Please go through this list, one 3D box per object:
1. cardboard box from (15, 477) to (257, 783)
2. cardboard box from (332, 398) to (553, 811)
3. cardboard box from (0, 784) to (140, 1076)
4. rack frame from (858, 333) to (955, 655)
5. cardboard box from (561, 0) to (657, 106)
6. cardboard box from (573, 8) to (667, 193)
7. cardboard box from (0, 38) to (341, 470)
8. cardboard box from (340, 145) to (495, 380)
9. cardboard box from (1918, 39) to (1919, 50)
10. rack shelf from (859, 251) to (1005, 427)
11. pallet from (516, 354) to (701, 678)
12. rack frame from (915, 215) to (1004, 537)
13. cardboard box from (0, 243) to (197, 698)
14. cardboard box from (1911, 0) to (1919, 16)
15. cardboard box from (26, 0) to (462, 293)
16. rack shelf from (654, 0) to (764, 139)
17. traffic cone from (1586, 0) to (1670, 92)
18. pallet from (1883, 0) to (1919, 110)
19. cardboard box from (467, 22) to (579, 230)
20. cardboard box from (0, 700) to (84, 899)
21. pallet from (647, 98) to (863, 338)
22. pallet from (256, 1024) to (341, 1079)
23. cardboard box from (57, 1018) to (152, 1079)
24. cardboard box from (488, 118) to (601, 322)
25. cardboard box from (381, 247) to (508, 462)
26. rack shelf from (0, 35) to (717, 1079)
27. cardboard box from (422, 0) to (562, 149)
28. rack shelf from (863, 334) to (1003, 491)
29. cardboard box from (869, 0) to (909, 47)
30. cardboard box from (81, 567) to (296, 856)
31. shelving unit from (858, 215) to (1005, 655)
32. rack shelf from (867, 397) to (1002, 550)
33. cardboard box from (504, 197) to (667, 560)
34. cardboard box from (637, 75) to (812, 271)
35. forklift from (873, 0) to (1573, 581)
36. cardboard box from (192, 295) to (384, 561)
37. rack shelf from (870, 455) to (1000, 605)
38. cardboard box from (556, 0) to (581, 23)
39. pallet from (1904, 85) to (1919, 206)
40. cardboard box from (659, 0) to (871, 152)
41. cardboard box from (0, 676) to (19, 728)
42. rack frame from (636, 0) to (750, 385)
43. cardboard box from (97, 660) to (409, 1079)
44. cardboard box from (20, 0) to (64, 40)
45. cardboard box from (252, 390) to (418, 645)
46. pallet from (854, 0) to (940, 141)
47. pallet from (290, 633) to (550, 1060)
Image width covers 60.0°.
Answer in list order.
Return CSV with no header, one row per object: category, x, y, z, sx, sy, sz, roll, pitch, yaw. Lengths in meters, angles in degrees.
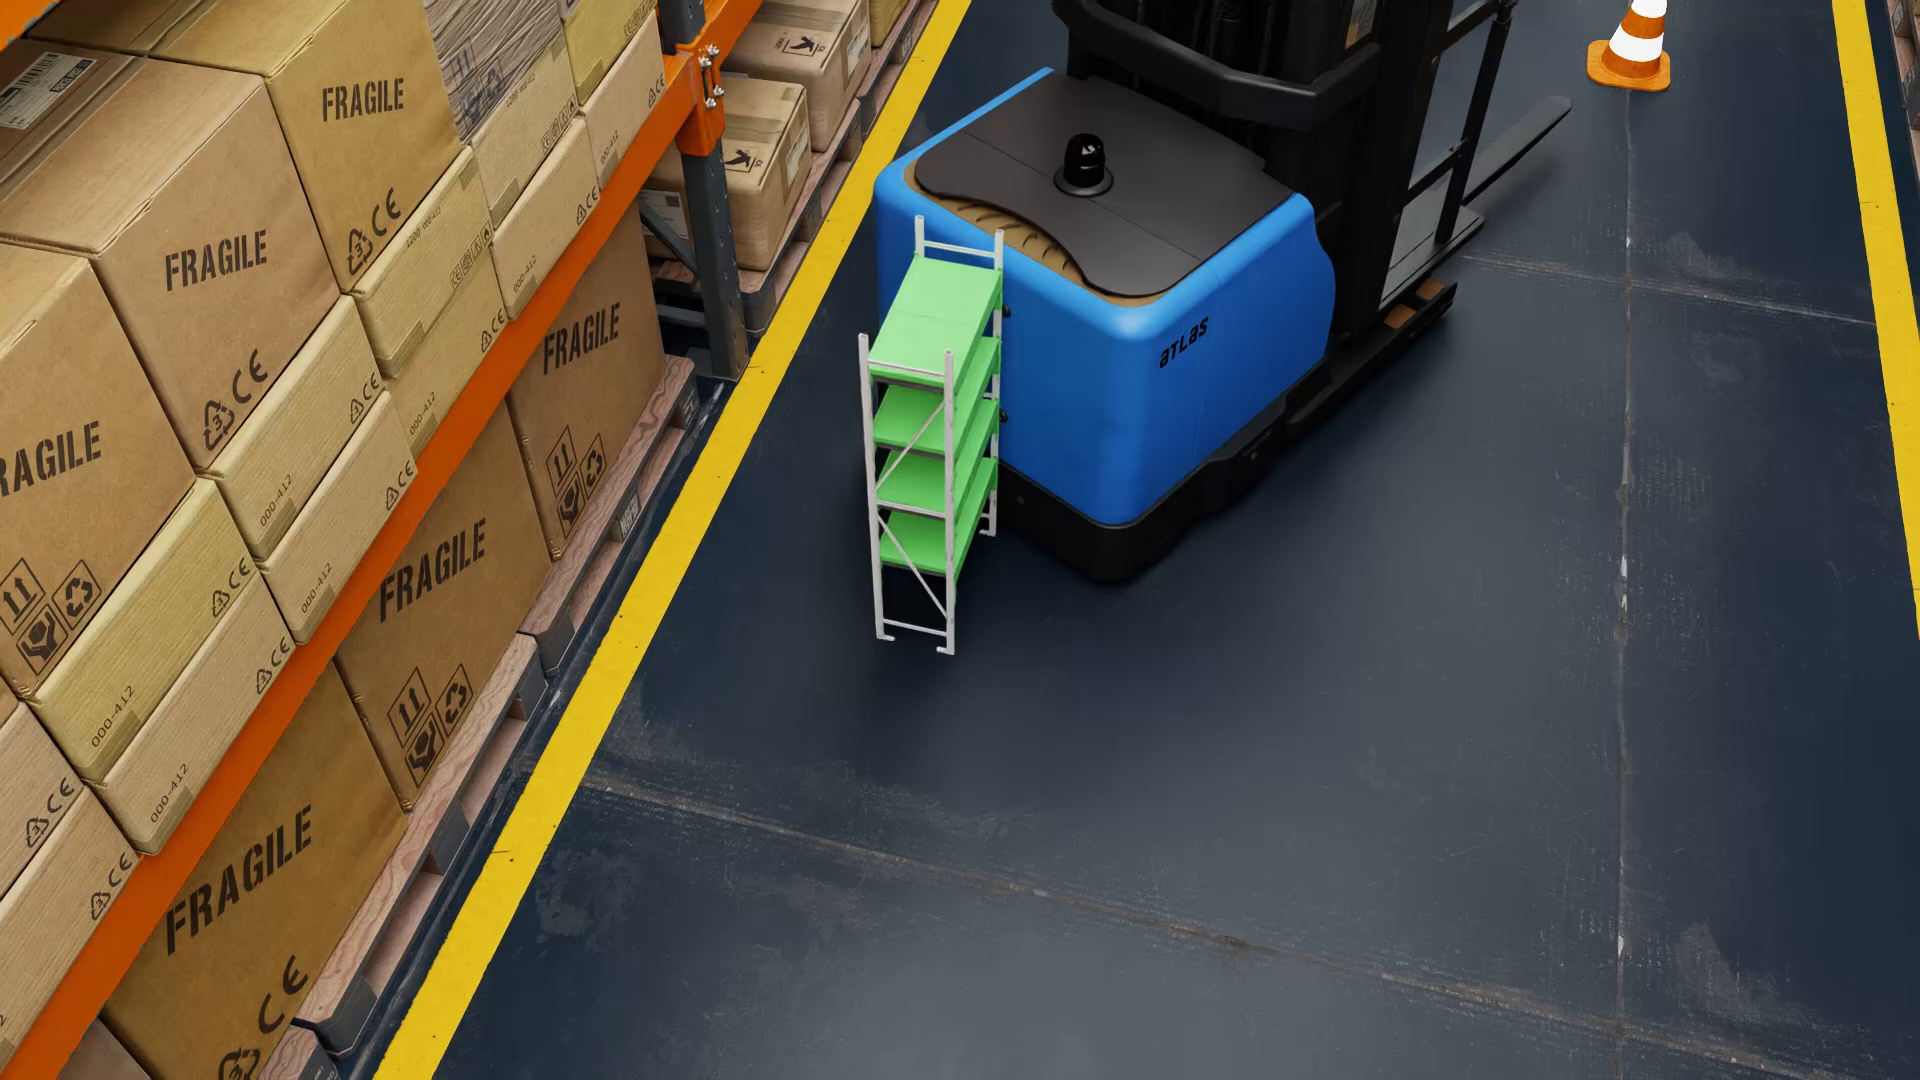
cardboard box,-1.626,0.103,2.925,0.500,0.250,0.500,12,50,11
cardboard box,-1.731,0.022,4.367,0.875,0.875,0.875,12,50,10
cardboard box,-1.778,0.633,2.791,0.500,0.250,0.500,10,49,9
rack frame,-0.133,-0.083,4.523,0.240,1.200,0.015,12,50,10
cardboard box,-1.112,-1.385,4.238,0.500,0.250,0.500,11,50,10
cardboard box,-1.113,-1.203,4.411,0.500,0.250,0.500,10,49,9
cardboard box,-1.518,-0.512,2.968,0.500,0.500,0.500,11,49,9
cardboard box,-1.359,-0.639,3.580,0.500,0.250,0.500,10,49,9
cardboard box,4.291,-1.890,6.138,1.050,0.750,0.750,12,50,10
rack shelf,-0.068,-0.535,4.367,0.258,0.148,0.480,12,50,10
pallet,-1.510,-0.191,5.278,1.003,0.211,1.213,12,50,10
rack frame,-0.002,-0.436,4.834,0.240,1.200,0.015,12,50,10
cardboard box,-1.648,-0.137,2.637,0.500,0.500,0.500,10,49,9
cardboard box,4.548,-2.587,6.753,1.050,0.750,0.750,11,50,10
cardboard box,-1.378,-0.877,3.290,0.500,0.500,0.500,12,50,10
rack shelf,-0.704,-2.878,6.269,1.077,0.370,4.000,12,50,10
traffic cone,2.815,-2.147,6.837,0.336,0.463,0.334,12,50,10
pallet,4.494,-2.163,7.018,1.003,0.211,1.213,12,50,10
cardboard box,-1.244,-1.013,3.910,0.500,0.250,0.500,10,49,9
cardboard box,-1.785,0.463,2.607,0.500,0.250,0.500,12,50,11
pallet,-1.023,-1.312,6.267,1.003,0.211,1.213,12,50,10
pallet,-2.153,1.574,3.720,1.003,0.211,1.213,12,50,10
cardboard box,-2.197,1.324,3.218,0.875,0.875,0.875,13,50,11
cardboard box,-1.232,-0.830,4.082,0.500,0.250,0.500,12,50,11
cardboard box,-1.380,-0.469,3.763,0.500,0.250,0.500,11,50,10
rack shelf,-1.757,0.015,3.716,1.077,0.370,4.000,12,50,10
cardboard box,-1.241,-1.235,3.606,0.500,0.500,0.500,12,50,11
rack shelf,-0.068,-0.376,4.547,0.258,0.148,0.480,12,50,10
cardboard box,-0.680,-2.428,6.865,0.950,0.372,0.625,13,50,11
cardboard box,-1.627,0.265,3.115,0.500,0.250,0.500,11,50,10
shelving unit,-0.068,-0.260,4.679,0.258,1.200,0.503,12,50,10
rack shelf,-0.068,-0.217,4.727,0.258,0.148,0.480,12,50,10
cardboard box,-1.492,-0.622,4.935,0.875,0.875,0.875,11,50,10
cardboard box,-1.072,-1.345,5.909,0.950,0.372,0.625,9,49,7
forklift,1.105,-1.863,4.939,1.130,2.935,3.031,35,57,27
cardboard box,-1.495,-0.263,3.248,0.500,0.250,0.500,10,49,9
rack shelf,-0.068,-0.059,4.907,0.258,0.148,0.480,12,50,10
cardboard box,-1.114,-1.608,3.935,0.500,0.500,0.500,10,49,9
pallet,4.175,-1.278,6.237,1.003,0.211,1.213,12,50,10
cardboard box,-0.885,-1.881,6.382,0.950,0.372,0.625,11,49,9
cardboard box,-1.783,0.225,2.317,0.500,0.500,0.500,11,50,10
rack frame,-1.230,-1.669,4.723,1.000,3.000,0.127,12,50,10
cardboard box,-1.967,0.669,3.796,0.875,0.875,0.875,13,50,11
cardboard box,-1.868,-0.993,3.392,0.500,0.500,0.500,13,50,11
cardboard box,-1.487,-0.095,3.433,0.500,0.250,0.500,11,49,9
pallet,-0.700,-2.191,7.043,1.003,0.211,1.213,12,50,10
pallet,-1.833,0.688,4.502,1.003,0.211,1.213,12,50,10
